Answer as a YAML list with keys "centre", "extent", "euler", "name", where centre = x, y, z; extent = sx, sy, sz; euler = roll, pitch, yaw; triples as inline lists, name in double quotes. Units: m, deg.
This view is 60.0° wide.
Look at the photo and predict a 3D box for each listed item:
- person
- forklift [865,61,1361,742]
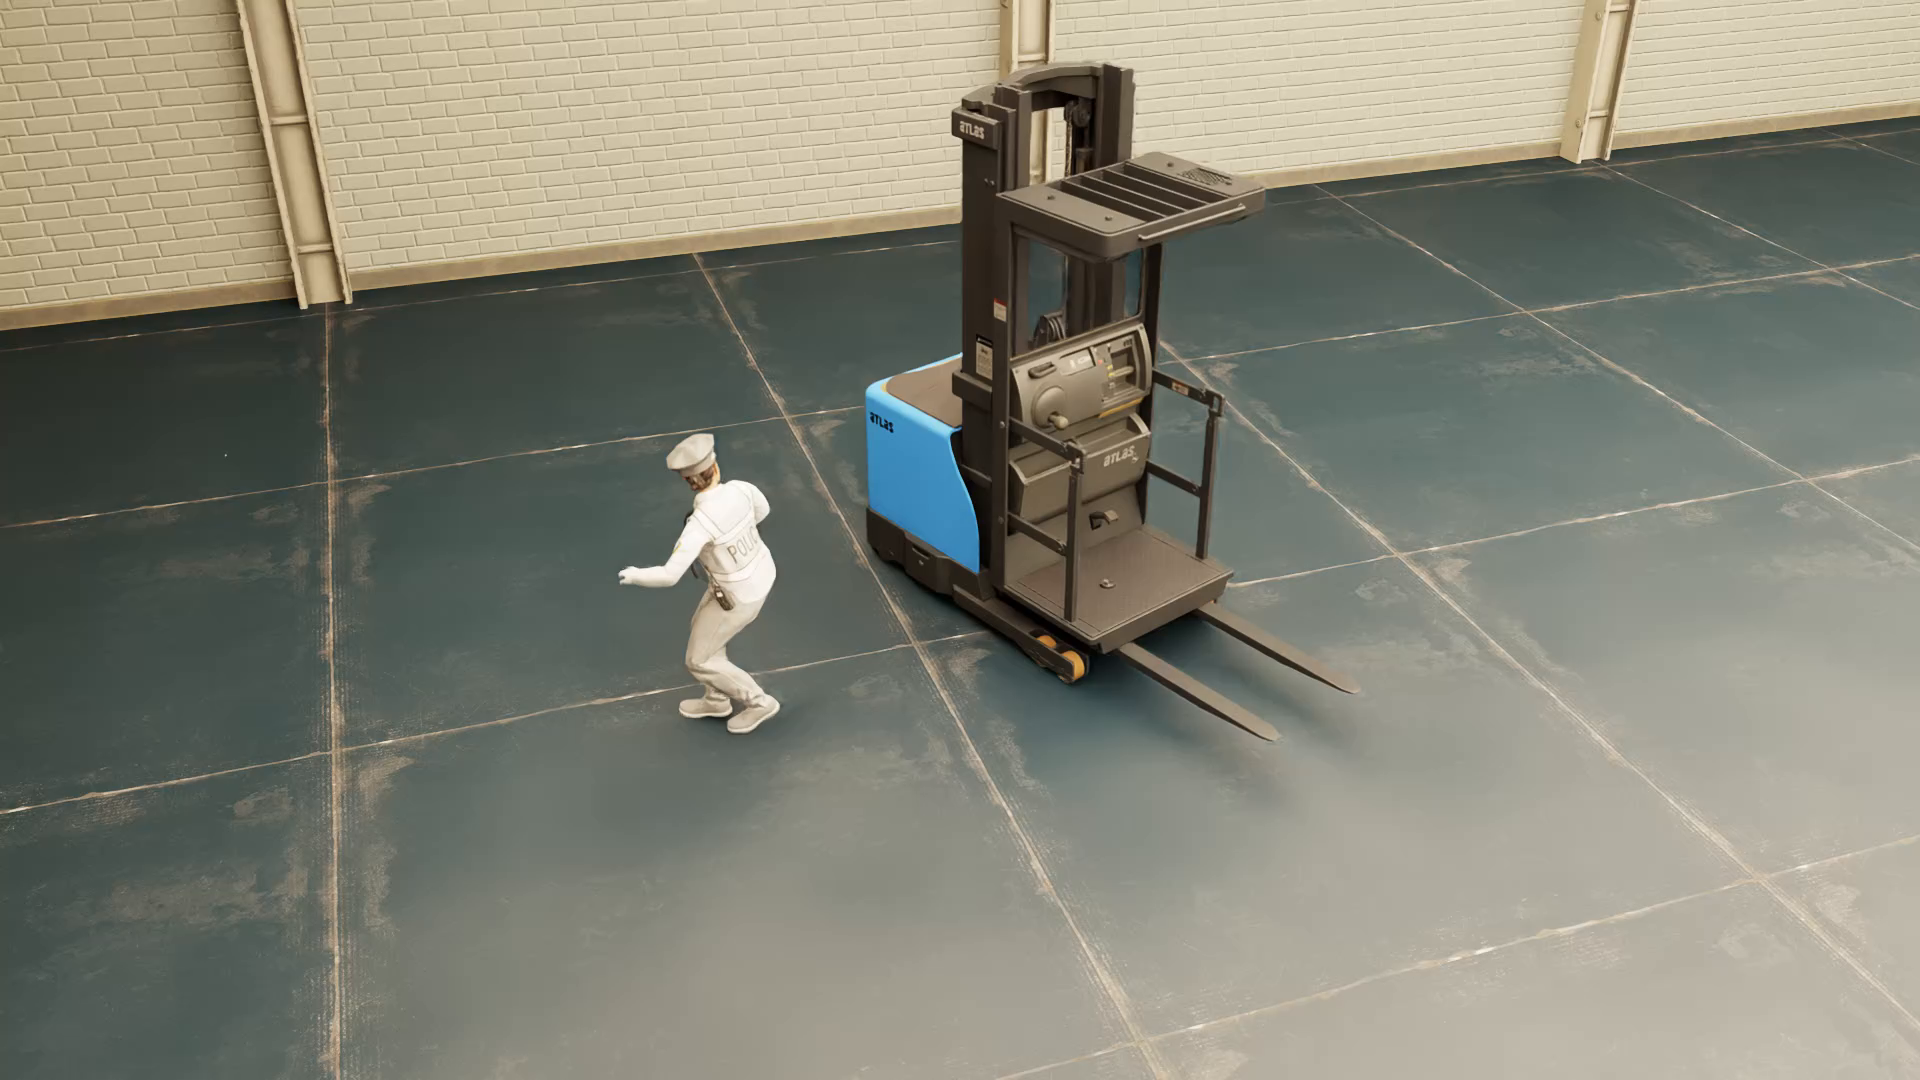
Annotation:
- centre: [-1.240, 0.202, 8.104]
  extent: [0.730, 1.569, 0.779]
  euler: [7, 31, 13]
  name: "person"
- centre: [0.777, -0.806, 8.488]
  extent: [1.130, 2.935, 3.031]
  euler: [-23, 37, -34]
  name: "forklift"
